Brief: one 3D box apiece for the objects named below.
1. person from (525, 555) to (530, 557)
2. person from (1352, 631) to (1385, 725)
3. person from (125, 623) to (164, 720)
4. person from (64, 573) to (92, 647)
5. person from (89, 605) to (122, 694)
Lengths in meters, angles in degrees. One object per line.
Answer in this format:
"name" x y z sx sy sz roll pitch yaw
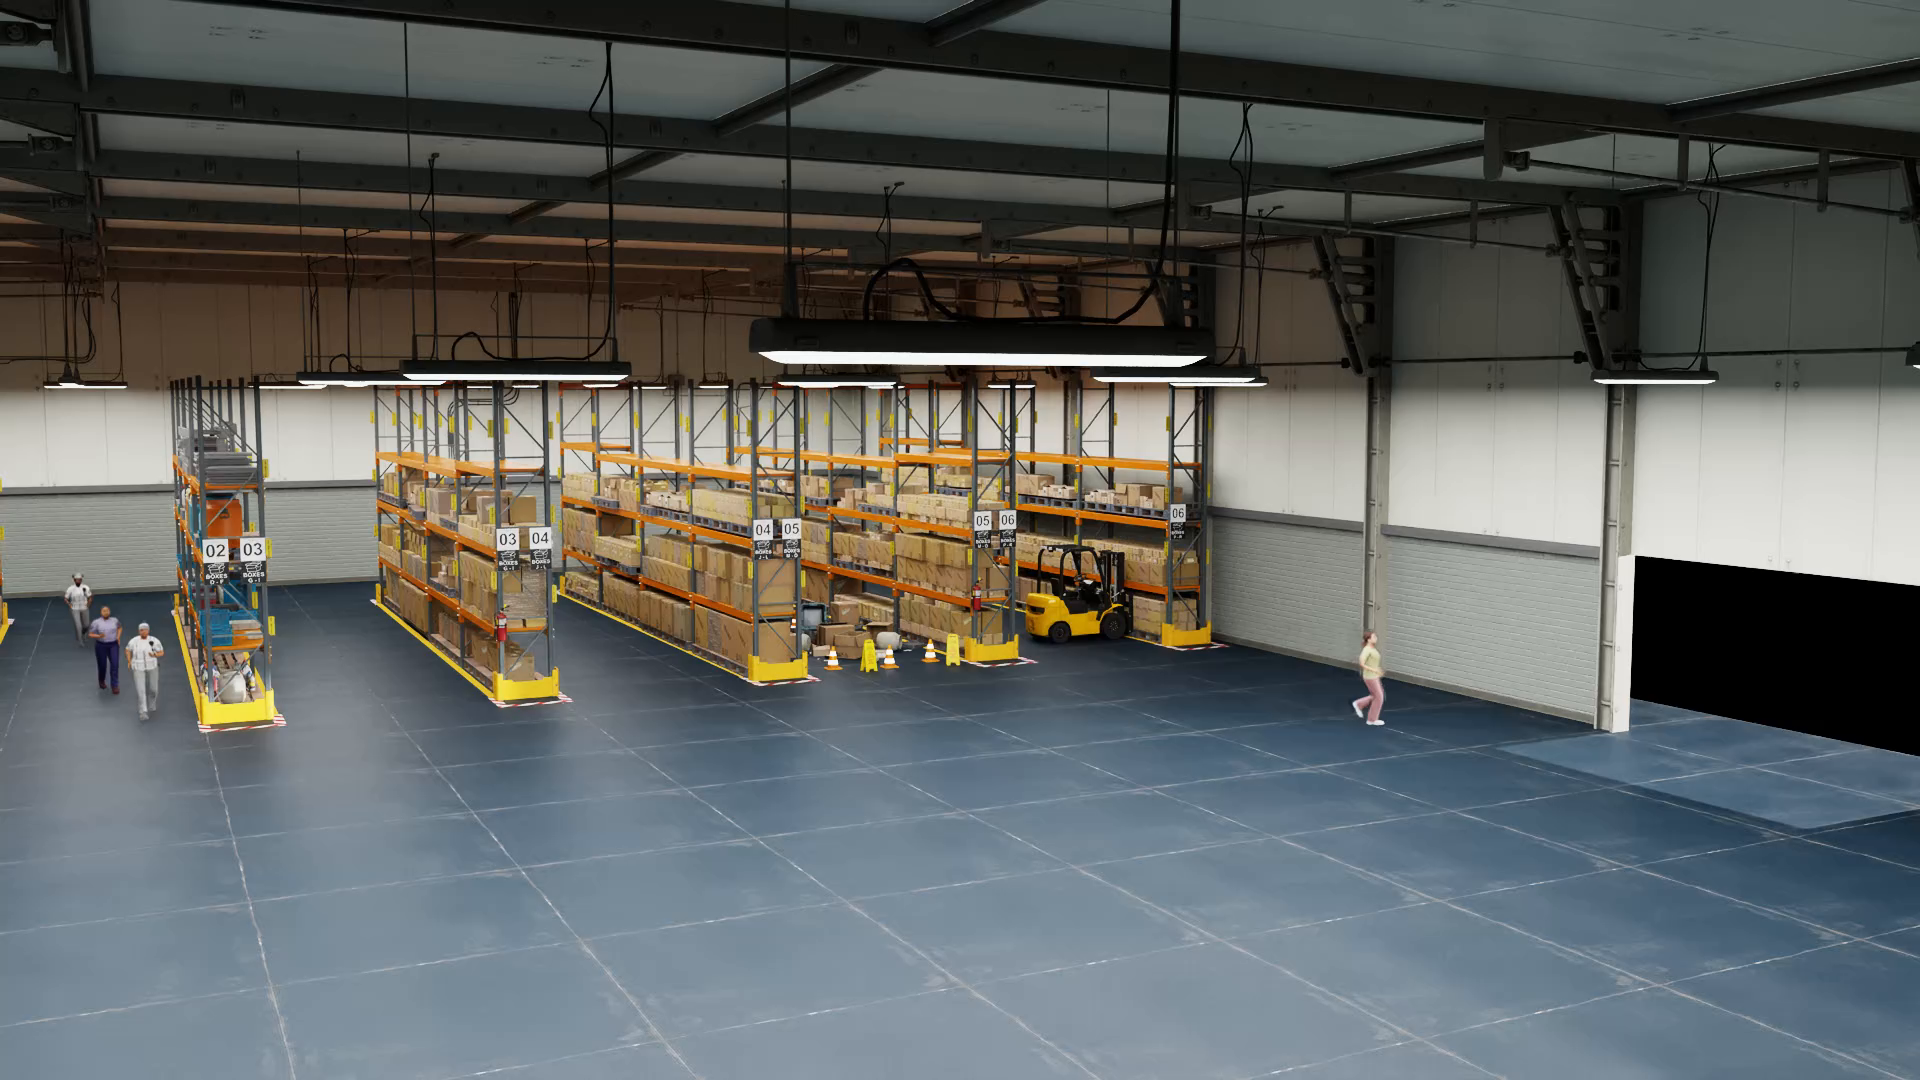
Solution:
"person" -12.287 0.728 46.428 0.701 1.777 0.668 -1 5 -6
"person" 7.061 2.378 28.611 0.514 1.599 0.578 3 6 28
"person" -14.326 2.278 29.246 0.608 1.650 0.943 -3 6 -29
"person" -19.890 1.561 37.532 0.575 1.650 0.568 -3 6 -34
"person" -16.229 2.065 31.636 0.608 1.647 0.880 -4 6 -35
